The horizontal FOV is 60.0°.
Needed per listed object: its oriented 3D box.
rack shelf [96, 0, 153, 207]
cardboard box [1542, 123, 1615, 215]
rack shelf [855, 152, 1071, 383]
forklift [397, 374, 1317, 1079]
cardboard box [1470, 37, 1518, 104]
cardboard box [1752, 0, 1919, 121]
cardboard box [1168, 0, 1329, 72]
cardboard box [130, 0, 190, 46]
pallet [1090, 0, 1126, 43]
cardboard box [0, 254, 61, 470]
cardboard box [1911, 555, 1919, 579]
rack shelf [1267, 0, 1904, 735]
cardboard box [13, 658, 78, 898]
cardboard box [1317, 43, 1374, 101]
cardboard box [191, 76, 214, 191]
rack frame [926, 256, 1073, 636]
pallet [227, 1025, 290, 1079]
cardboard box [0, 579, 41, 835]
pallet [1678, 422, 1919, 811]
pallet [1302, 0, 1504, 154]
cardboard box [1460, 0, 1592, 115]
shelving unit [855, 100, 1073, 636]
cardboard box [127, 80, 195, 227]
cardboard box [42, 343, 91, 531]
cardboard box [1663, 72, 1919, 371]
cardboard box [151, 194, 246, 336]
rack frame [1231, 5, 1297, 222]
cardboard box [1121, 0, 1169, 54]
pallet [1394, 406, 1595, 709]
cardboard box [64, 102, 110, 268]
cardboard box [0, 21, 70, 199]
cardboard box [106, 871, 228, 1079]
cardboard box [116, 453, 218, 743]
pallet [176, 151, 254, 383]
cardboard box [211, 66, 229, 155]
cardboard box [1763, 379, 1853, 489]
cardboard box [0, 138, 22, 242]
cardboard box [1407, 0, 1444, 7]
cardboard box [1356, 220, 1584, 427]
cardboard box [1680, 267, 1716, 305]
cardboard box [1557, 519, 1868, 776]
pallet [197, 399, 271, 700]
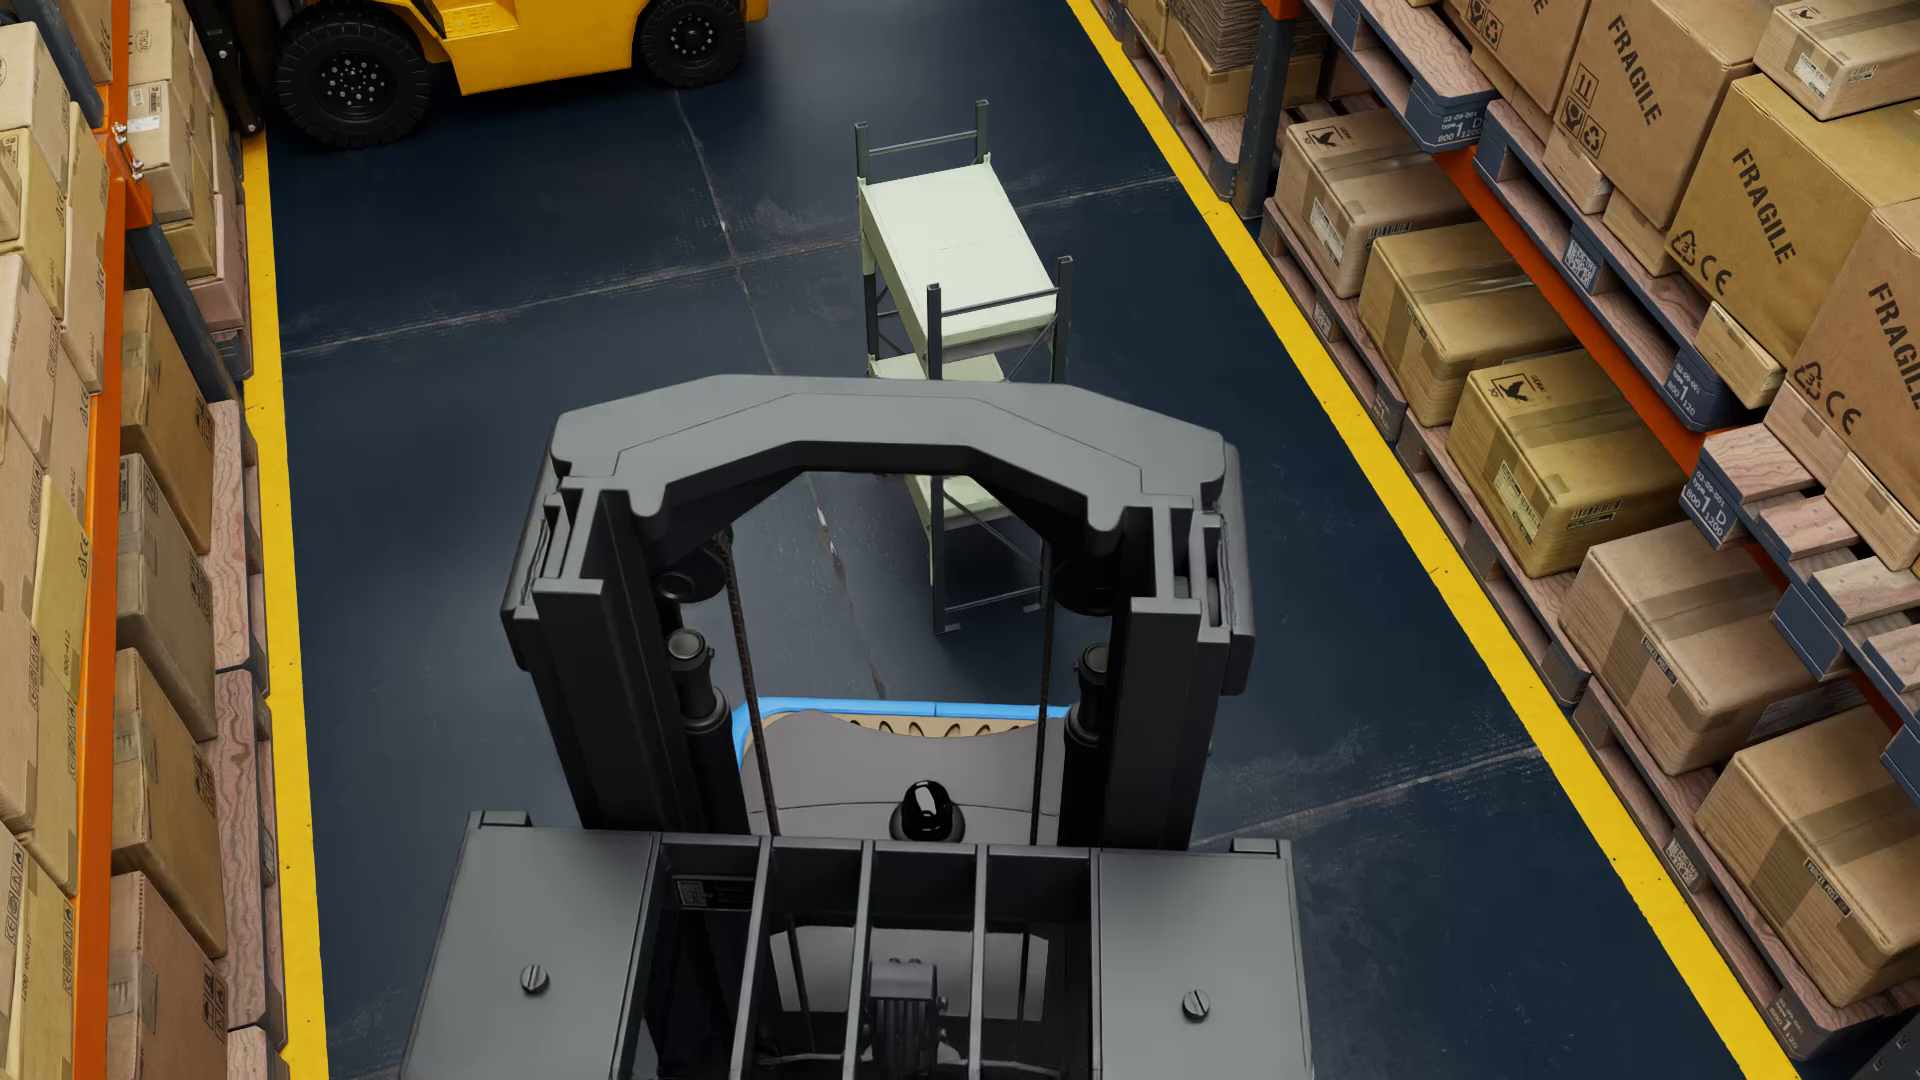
[{"bbox_3d":[-3.707,-2.539,6.399,1.077,0.370,4.000,-13,51,-11],"label":"rack shelf"},{"bbox_3d":[1.845,-1.056,4.568,0.380,0.149,0.250,-12,51,-10],"label":"cardboard box"},{"bbox_3d":[-0.002,-0.740,4.882,0.431,0.370,0.720,-13,51,-11],"label":"rack shelf"},{"bbox_3d":[-0.120,1.268,2.764,1.130,2.935,3.031,2,50,2],"label":"forklift"},{"bbox_3d":[1.745,-1.443,4.894,0.380,0.149,0.250,-13,51,-10],"label":"cardboard box"},{"bbox_3d":[2.054,-1.117,3.771,0.380,0.149,0.250,-16,52,-13],"label":"cardboard box"},{"bbox_3d":[1.193,-2.297,6.758,0.500,0.500,0.500,-14,51,-11],"label":"cardboard box"},{"bbox_3d":[-3.259,-2.042,6.379,0.500,0.250,0.500,-12,51,-10],"label":"cardboard box"},{"bbox_3d":[1.028,-2.911,8.066,1.003,0.211,1.213,-13,51,-11],"label":"pallet"},{"bbox_3d":[-2.422,-0.373,3.874,0.500,0.250,0.500,-12,51,-10],"label":"cardboard box"},{"bbox_3d":[2.338,0.067,3.622,0.380,0.149,0.250,-13,51,-10],"label":"cardboard box"},{"bbox_3d":[2.216,-0.742,4.884,1.077,0.370,4.000,-13,51,-11],"label":"rack shelf"},{"bbox_3d":[-2.134,0.538,3.433,0.500,0.250,0.500,-15,51,-12],"label":"cardboard box"},{"bbox_3d":[1.708,-2.176,7.146,0.500,0.250,0.500,-15,52,-13],"label":"cardboard box"},{"bbox_3d":[-3.115,-1.510,6.258,0.500,0.250,0.500,-14,51,-11],"label":"cardboard box"},{"bbox_3d":[0.106,-0.221,4.955,0.400,1.500,0.023,-13,51,-11],"label":"rack frame"},{"bbox_3d":[-2.139,1.901,4.010,1.003,0.211,1.213,-13,51,-11],"label":"pallet"},{"bbox_3d":[-2.115,0.367,3.249,0.500,0.250,0.500,-14,51,-12],"label":"cardboard box"},{"bbox_3d":[2.495,0.052,3.870,1.213,0.211,1.003,-13,51,-11],"label":"pallet"},{"bbox_3d":[1.712,-1.782,5.416,1.003,0.211,1.213,-13,51,-11],"label":"pallet"},{"bbox_3d":[1.771,-1.561,4.569,0.500,0.500,0.500,-14,51,-11],"label":"cardboard box"},{"bbox_3d":[-0.002,-0.488,5.181,0.431,1.500,0.755,-13,51,-11],"label":"shelving unit"},{"bbox_3d":[-2.959,-1.305,5.758,0.500,0.250,0.500,-14,51,-12],"label":"cardboard box"},{"bbox_3d":[-2.445,-0.217,4.069,0.500,0.250,0.500,-13,51,-11],"label":"cardboard box"},{"bbox_3d":[2.094,-0.789,3.919,0.500,0.500,0.500,-16,52,-13],"label":"cardboard box"},{"bbox_3d":[-2.943,-0.987,6.144,0.500,0.250,0.500,-13,51,-11],"label":"cardboard box"},{"bbox_3d":[1.625,-2.435,5.841,1.000,3.000,0.127,-13,51,-11],"label":"rack frame"},{"bbox_3d":[1.026,-2.441,7.370,0.500,0.250,0.500,-15,51,-12],"label":"cardboard box"},{"bbox_3d":[2.221,-0.075,5.675,1.003,0.211,1.213,-13,51,-11],"label":"pallet"},{"bbox_3d":[-2.717,-0.952,4.689,0.500,0.250,0.500,-12,51,-10],"label":"cardboard box"},{"bbox_3d":[-2.726,-1.122,4.505,0.500,0.250,0.500,-14,51,-12],"label":"cardboard box"},{"bbox_3d":[-2.305,1.308,3.964,0.875,0.625,0.625,-12,51,-10],"label":"cardboard box"},{"bbox_3d":[-2.729,0.267,4.841,0.875,0.625,0.625,-14,51,-11],"label":"cardboard box"},{"bbox_3d":[-3.311,-1.001,6.456,1.003,0.211,1.213,-13,51,-11],"label":"pallet"},{"bbox_3d":[-3.274,-1.726,6.767,0.500,0.250,0.500,-13,51,-10],"label":"cardboard box"},{"bbox_3d":[2.153,-0.293,3.925,0.380,0.149,0.250,-16,52,-13],"label":"cardboard box"},{"bbox_3d":[-2.483,-0.815,3.985,0.380,0.149,0.250,-15,51,-12],"label":"cardboard box"},{"bbox_3d":[1.552,-1.830,5.220,0.380,0.149,0.250,-12,51,-10],"label":"cardboard box"},{"bbox_3d":[1.998,-0.816,5.920,0.950,0.372,0.625,-10,51,-9],"label":"cardboard box"},{"bbox_3d":[2.105,-0.703,4.270,0.380,0.149,0.250,-13,51,-11],"label":"cardboard box"},{"bbox_3d":[2.424,0.246,5.024,0.950,0.372,0.625,-14,51,-12],"label":"cardboard box"},{"bbox_3d":[-2.861,0.118,5.512,1.003,0.211,1.213,-13,51,-11],"label":"pallet"}]
